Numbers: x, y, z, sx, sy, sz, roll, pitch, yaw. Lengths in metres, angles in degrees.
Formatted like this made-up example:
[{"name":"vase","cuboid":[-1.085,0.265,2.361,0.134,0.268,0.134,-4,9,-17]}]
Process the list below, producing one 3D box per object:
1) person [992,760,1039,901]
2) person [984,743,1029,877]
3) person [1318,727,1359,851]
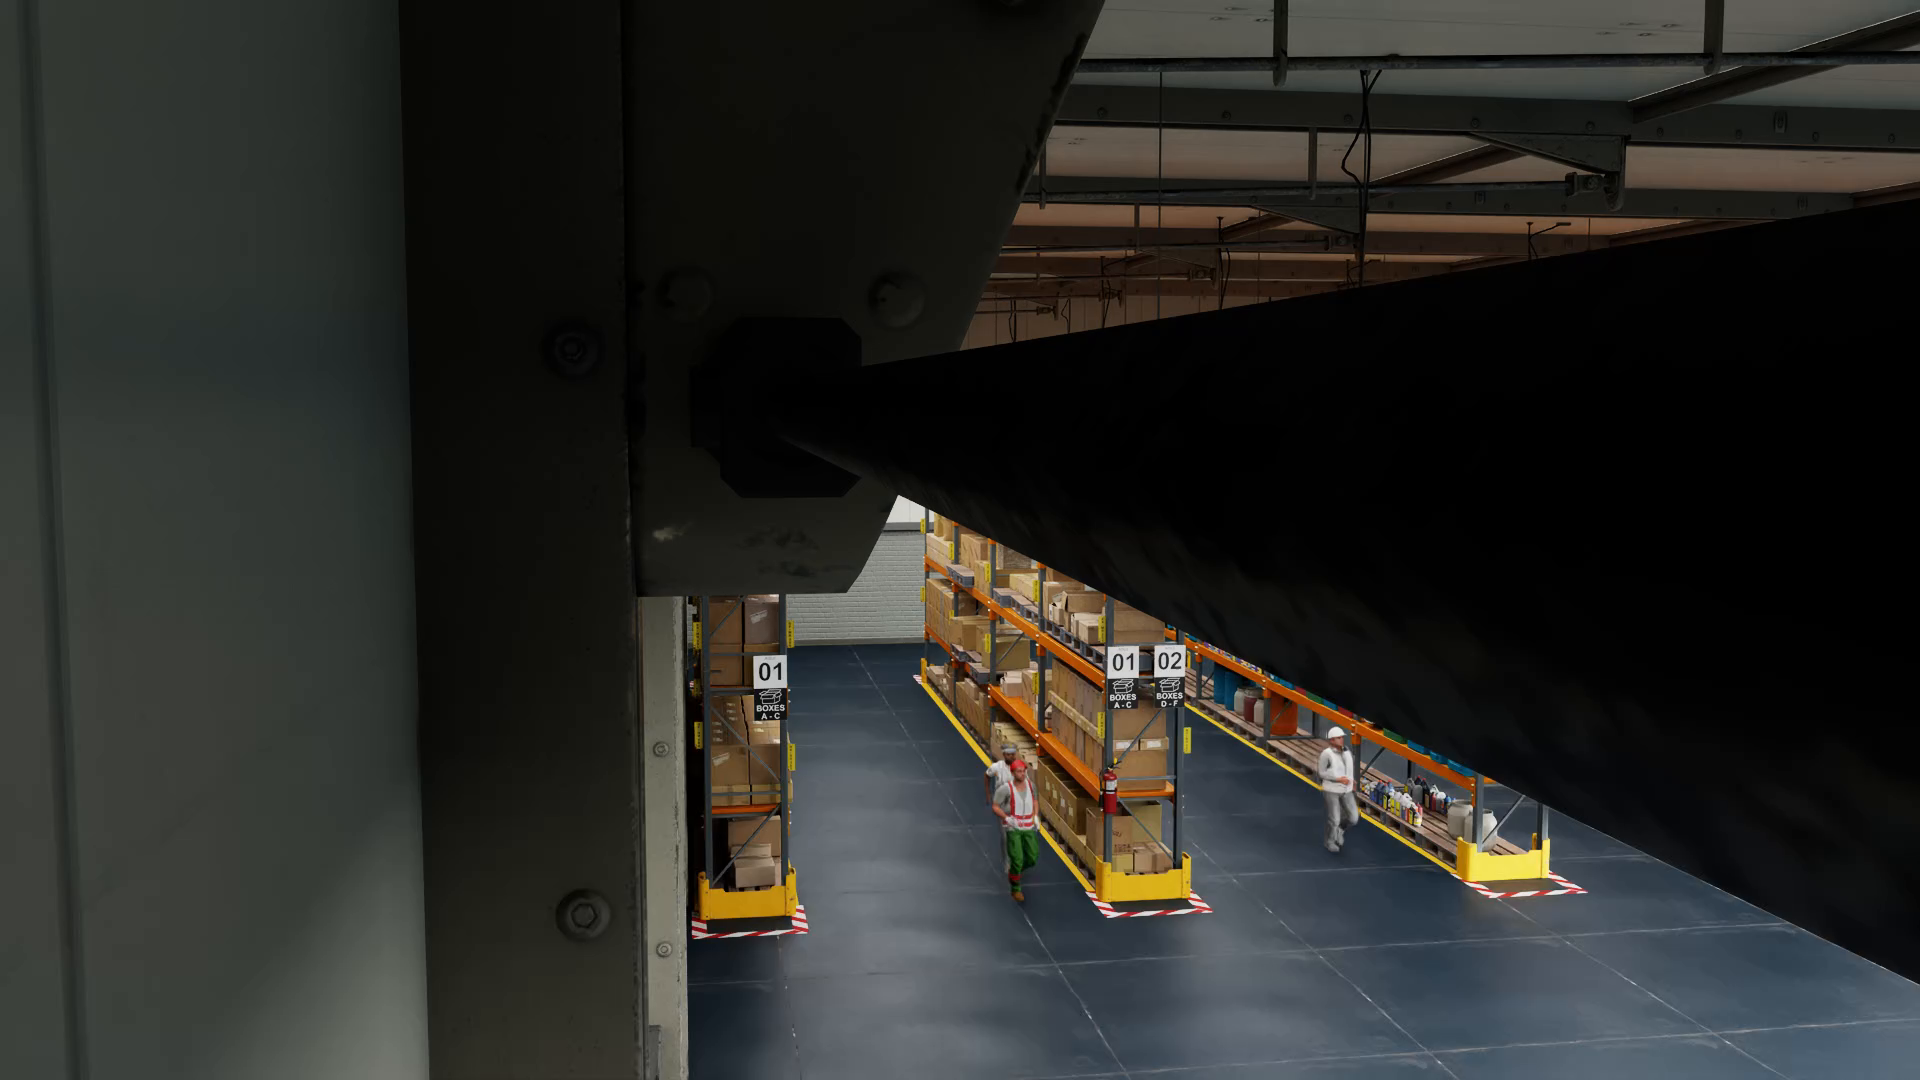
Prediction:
[{"name":"person","cuboid":[0.736,3.625,20.863,0.667,1.760,0.598,-2,6,-25]},{"name":"person","cuboid":[0.635,3.534,22.126,0.547,1.732,0.847,-1,5,-15]},{"name":"person","cuboid":[5.241,3.445,22.897,0.645,1.732,0.592,-2,5,-22]}]
